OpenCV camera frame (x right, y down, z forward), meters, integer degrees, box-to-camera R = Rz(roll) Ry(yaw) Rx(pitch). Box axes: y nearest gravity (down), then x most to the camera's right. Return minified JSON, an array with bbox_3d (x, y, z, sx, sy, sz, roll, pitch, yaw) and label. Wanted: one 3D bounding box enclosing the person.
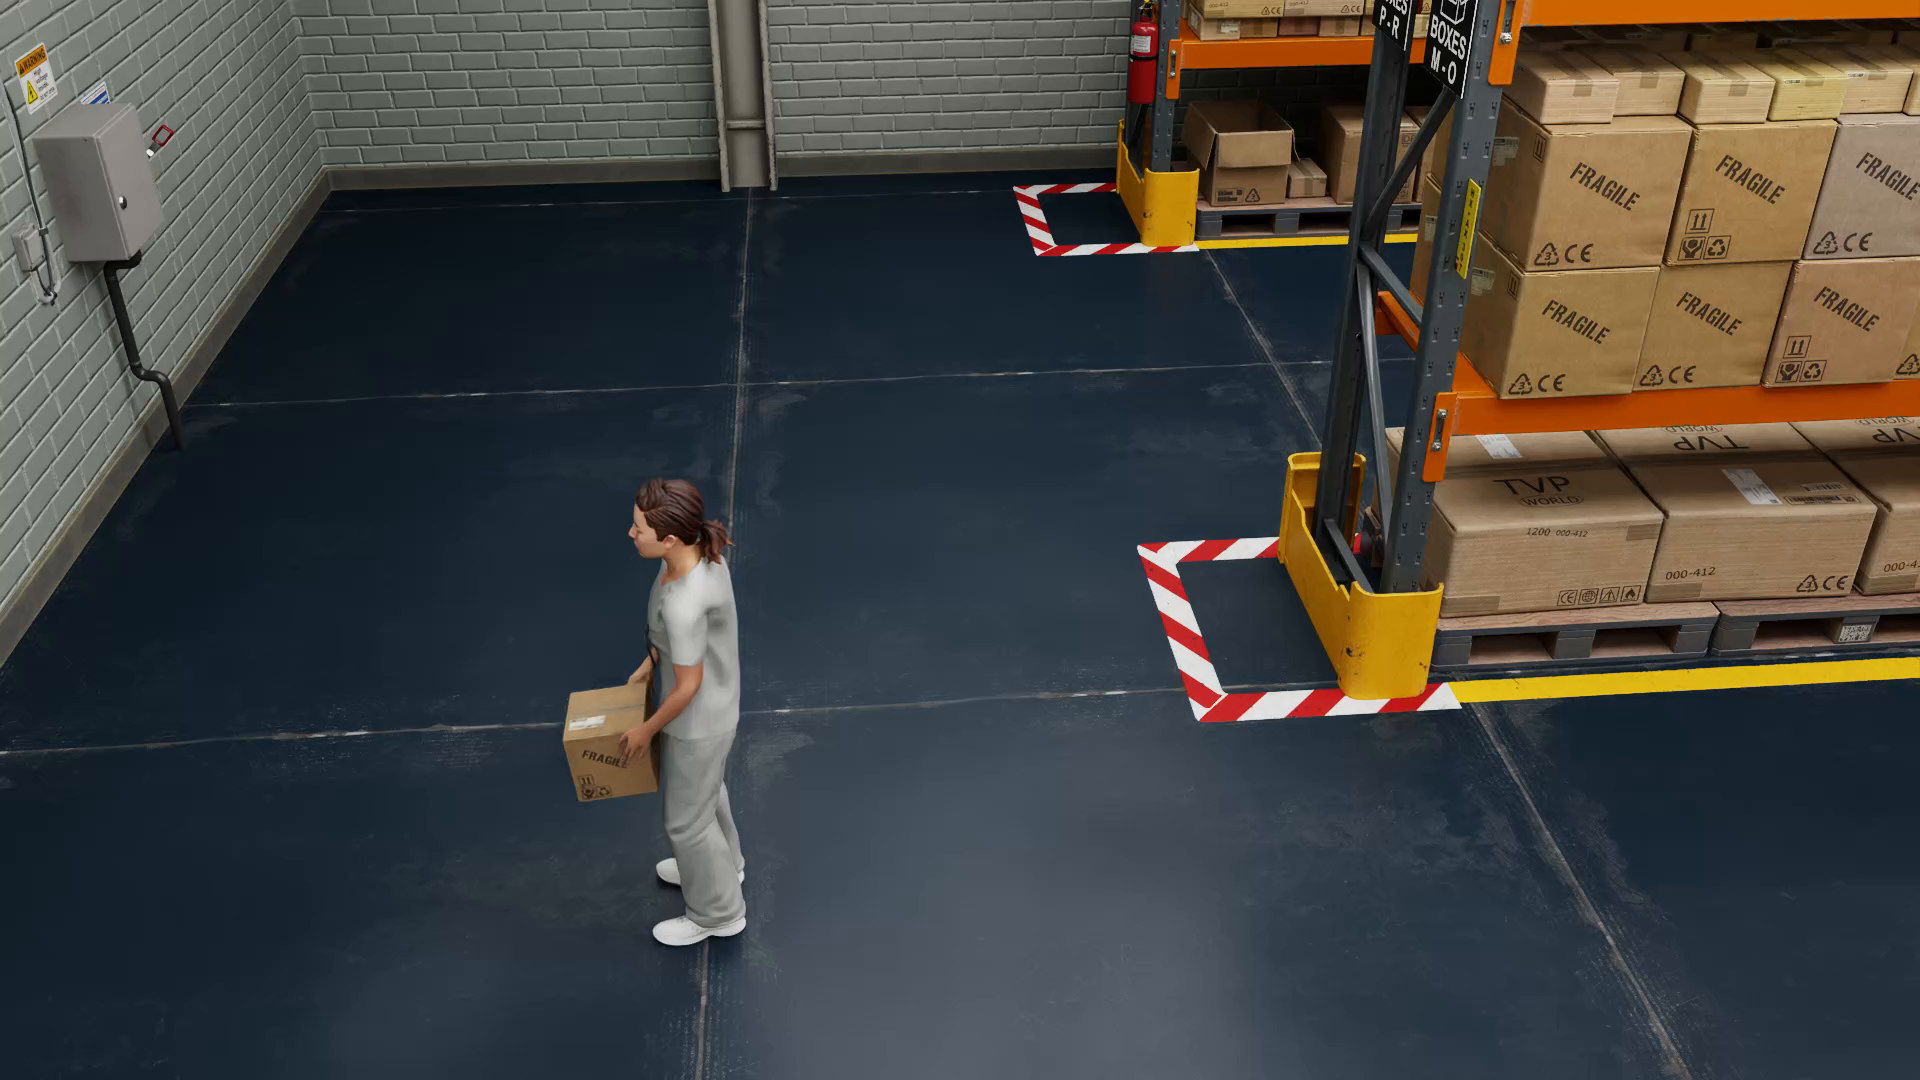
[{"bbox_3d":[-0.866,0.545,5.232,0.395,1.676,0.467,-3,31,-5],"label":"person"}]
